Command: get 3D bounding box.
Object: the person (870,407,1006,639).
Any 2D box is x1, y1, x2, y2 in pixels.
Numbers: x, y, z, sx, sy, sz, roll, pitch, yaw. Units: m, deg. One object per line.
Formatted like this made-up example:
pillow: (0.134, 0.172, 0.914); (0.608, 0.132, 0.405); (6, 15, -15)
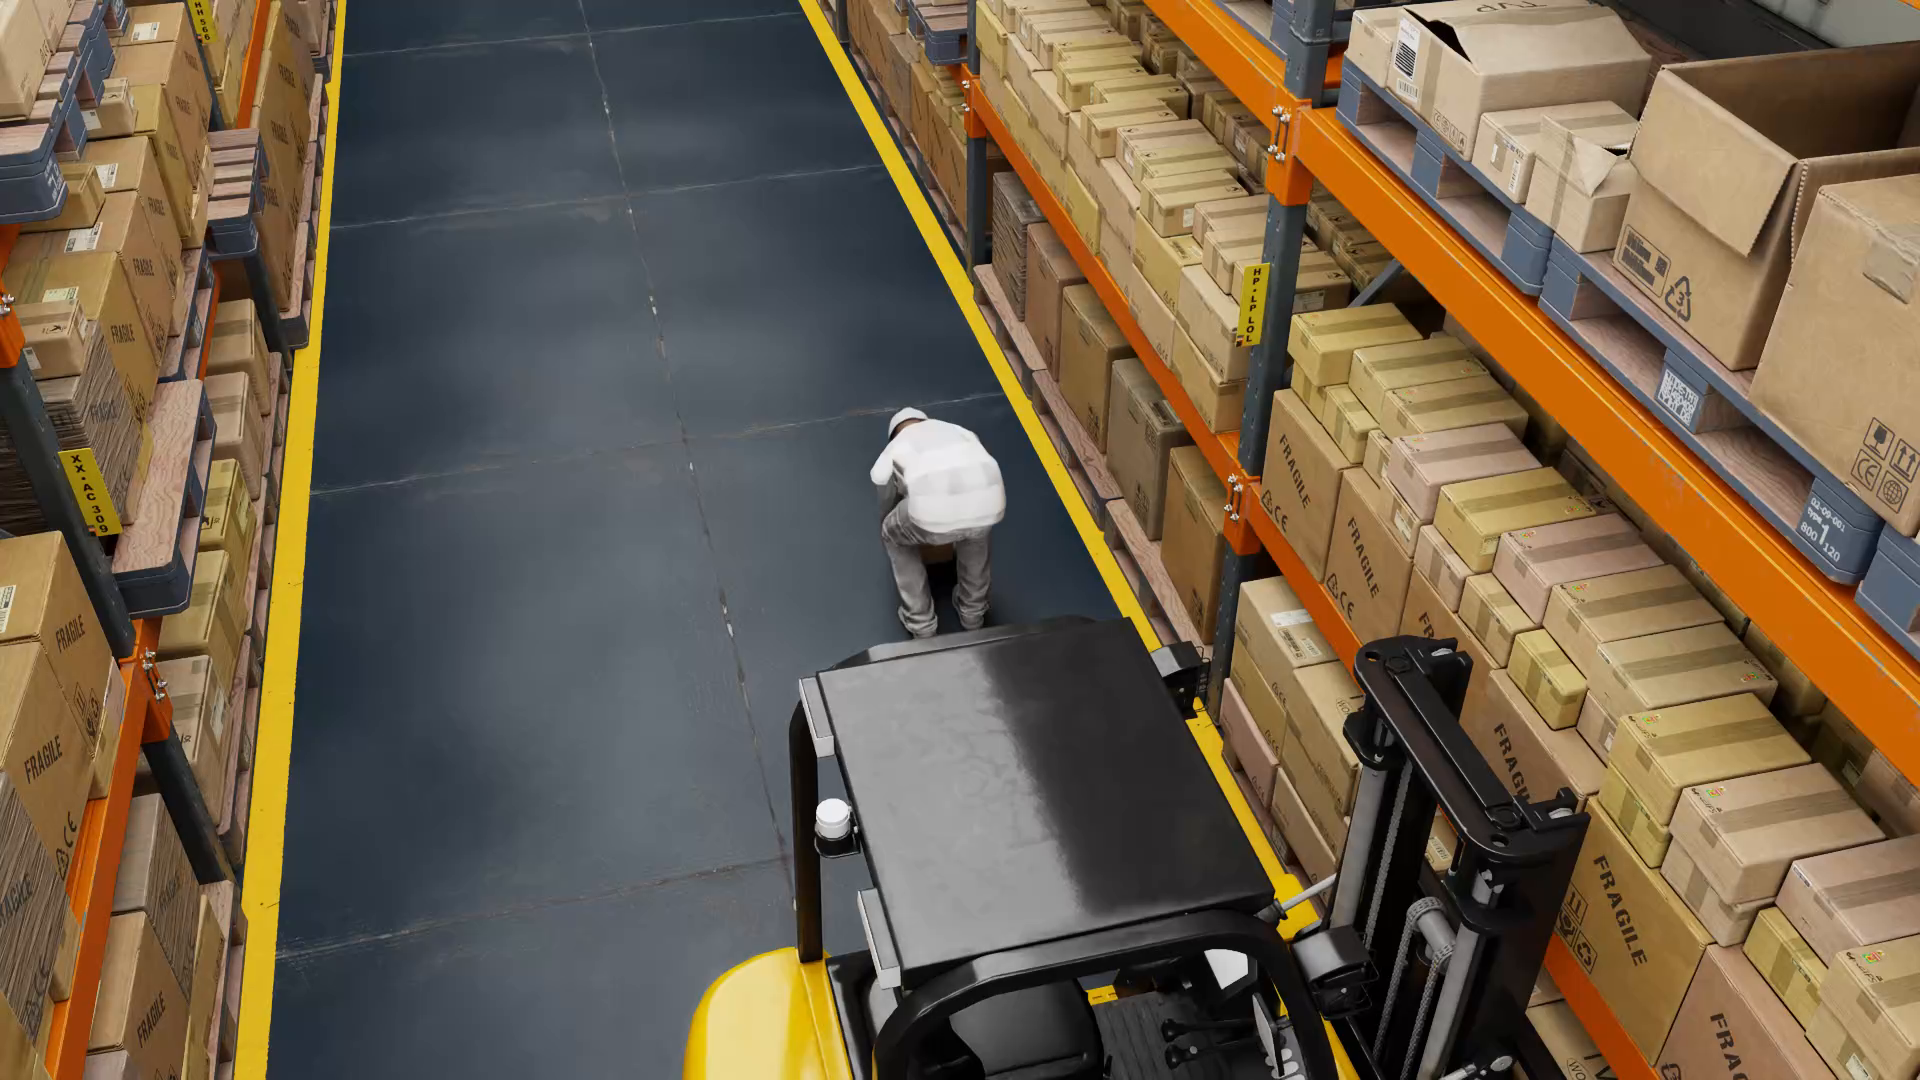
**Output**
person: (-0.120, -0.115, 7.491); (0.516, 0.987, 0.981); (-11, 39, -14)
